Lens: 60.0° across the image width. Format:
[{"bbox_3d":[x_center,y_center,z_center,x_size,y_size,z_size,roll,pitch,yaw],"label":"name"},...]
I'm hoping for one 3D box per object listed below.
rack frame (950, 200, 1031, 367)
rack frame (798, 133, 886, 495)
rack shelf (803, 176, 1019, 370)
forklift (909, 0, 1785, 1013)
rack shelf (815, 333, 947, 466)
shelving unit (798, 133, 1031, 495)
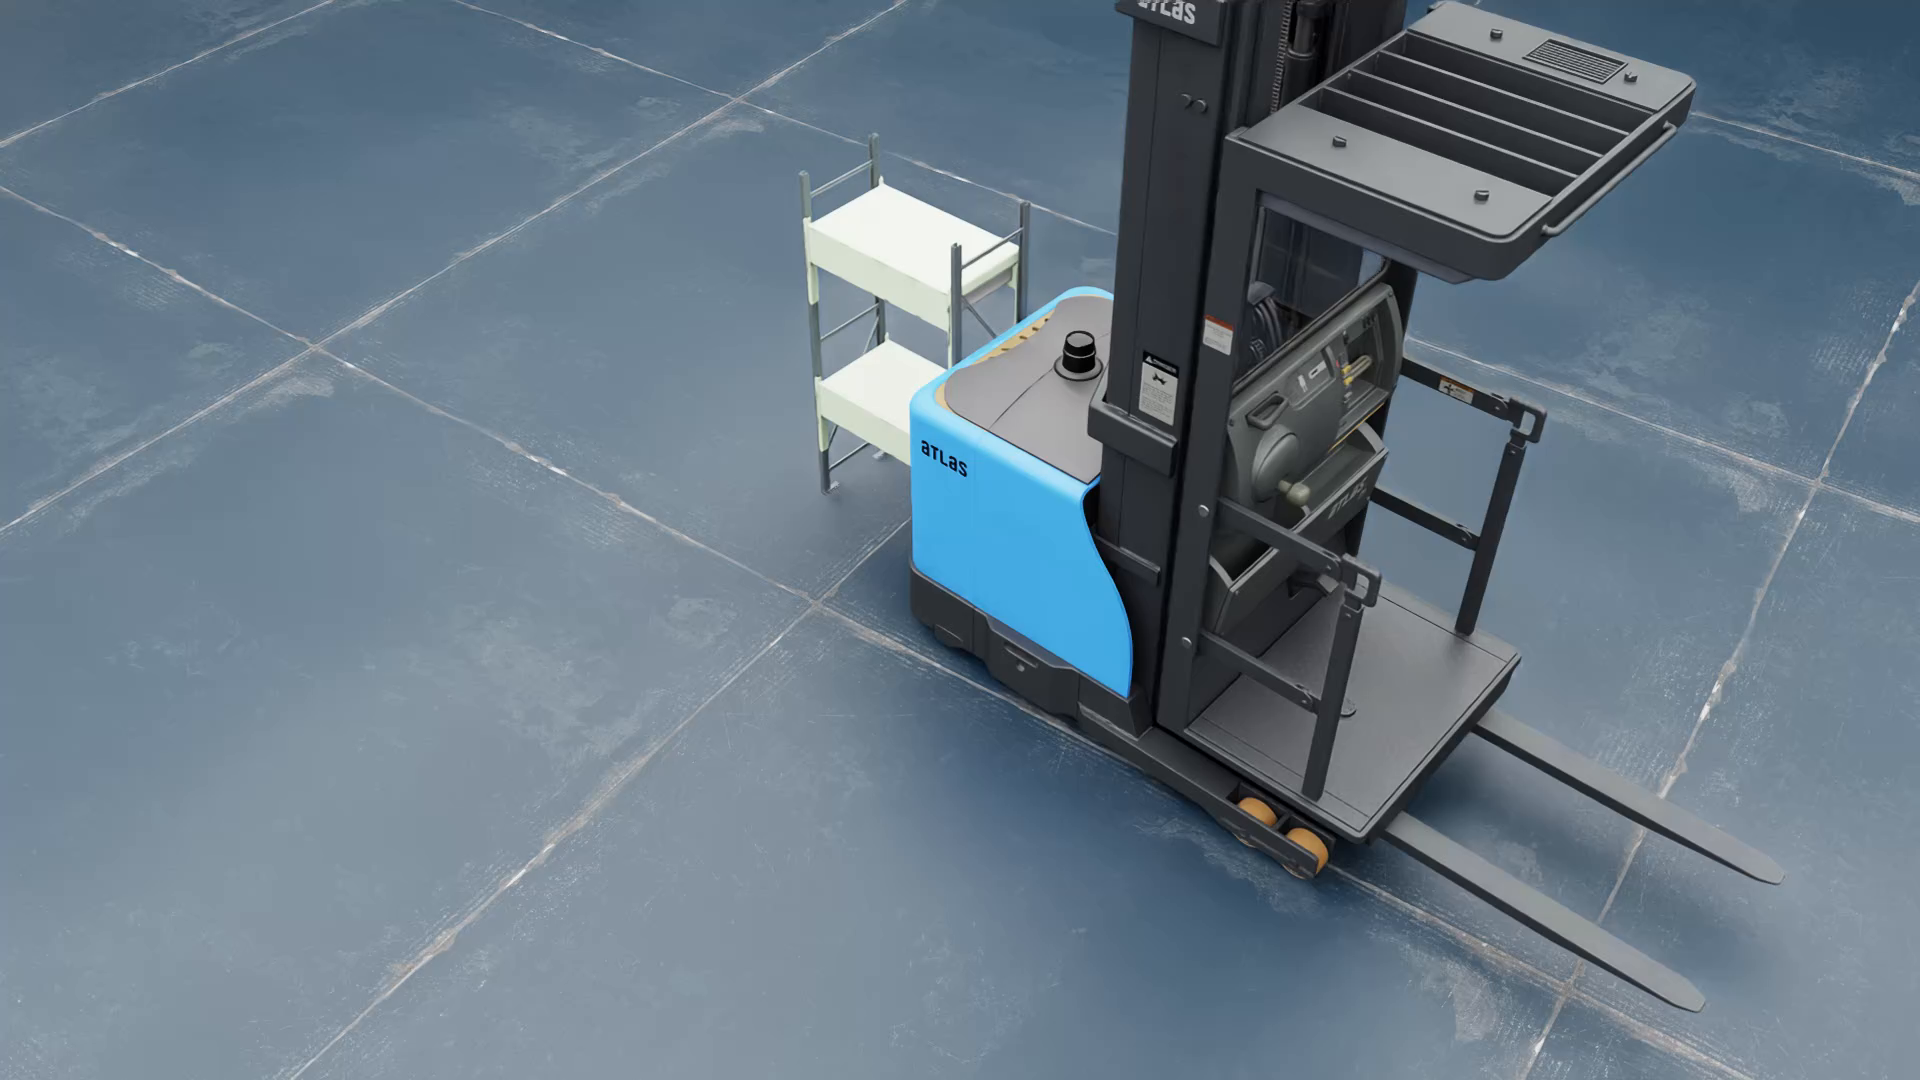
[{"bbox_3d":[0.108,-0.529,6.217,0.023,1.500,0.400,30,50,30],"label":"rack frame"},{"bbox_3d":[-0.441,-0.852,6.578,0.023,1.500,0.400,30,50,30],"label":"rack frame"},{"bbox_3d":[-0.167,-0.982,6.137,0.720,0.370,0.431,30,50,30],"label":"rack shelf"},{"bbox_3d":[1.248,-0.375,4.971,3.031,2.935,1.130,30,50,30],"label":"forklift"},{"bbox_3d":[-0.167,-0.448,6.615,0.720,0.370,0.431,30,50,30],"label":"rack shelf"},{"bbox_3d":[-0.167,-0.691,6.397,0.755,1.500,0.431,30,50,30],"label":"shelving unit"}]
